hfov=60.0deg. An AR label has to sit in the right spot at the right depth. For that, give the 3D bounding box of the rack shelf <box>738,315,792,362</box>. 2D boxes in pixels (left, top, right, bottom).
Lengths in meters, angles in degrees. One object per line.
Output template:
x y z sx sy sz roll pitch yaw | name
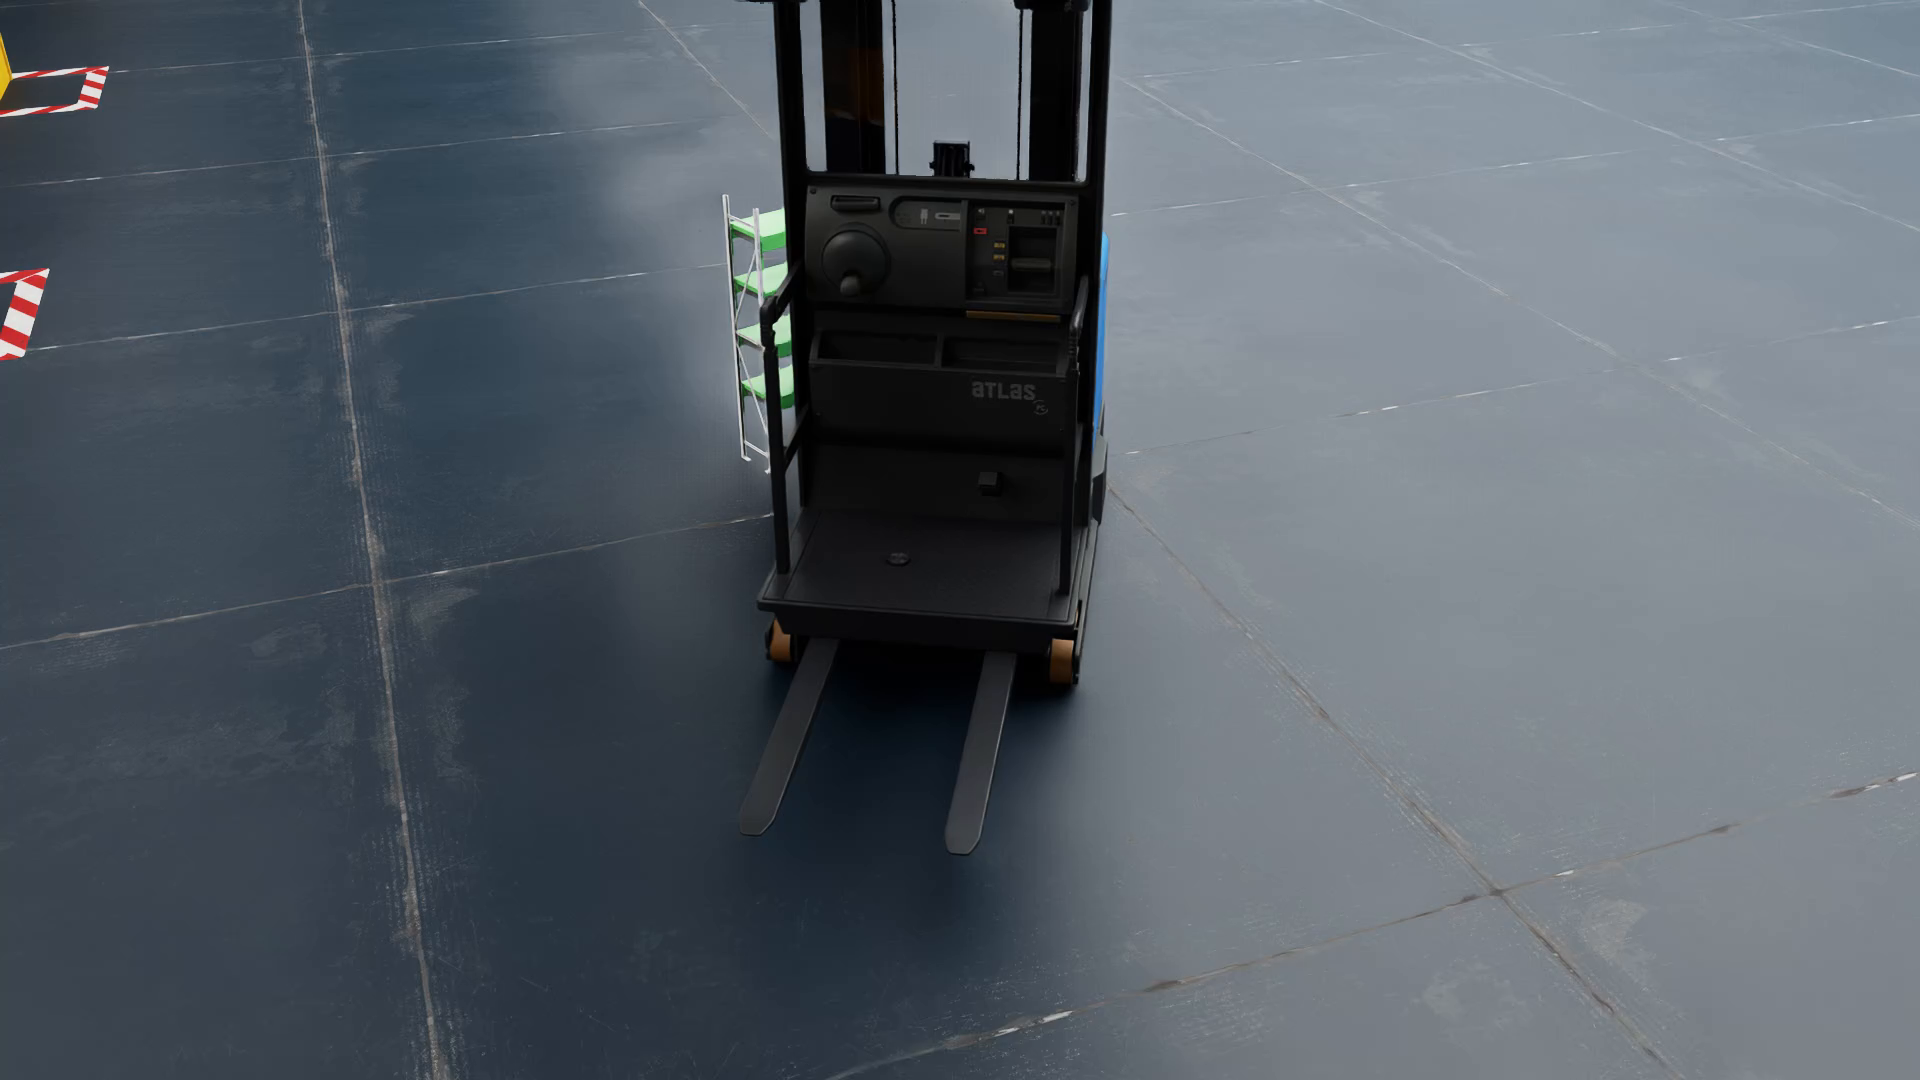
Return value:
-0.702 -0.868 7.191 0.480 0.148 0.258 -23 37 -34 | rack shelf

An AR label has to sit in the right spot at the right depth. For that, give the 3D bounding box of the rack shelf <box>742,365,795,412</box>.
-0.702 -0.660 7.310 0.480 0.148 0.258 -23 37 -34 | rack shelf

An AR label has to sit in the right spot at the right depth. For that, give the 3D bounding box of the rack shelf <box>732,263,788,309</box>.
-0.702 -1.077 7.072 0.480 0.148 0.258 -23 37 -34 | rack shelf

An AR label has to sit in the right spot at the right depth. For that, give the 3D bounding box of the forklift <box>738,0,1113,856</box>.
-0.093 -0.949 5.455 1.130 2.935 3.031 4 30 7 | forklift

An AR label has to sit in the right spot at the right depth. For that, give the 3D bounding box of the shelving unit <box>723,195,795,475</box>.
-0.702 -0.924 7.159 0.503 1.200 0.258 -23 37 -34 | shelving unit

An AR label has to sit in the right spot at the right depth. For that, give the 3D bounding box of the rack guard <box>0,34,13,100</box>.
-7.477 -3.599 12.563 0.348 0.500 1.175 -10 31 -18 | rack guard

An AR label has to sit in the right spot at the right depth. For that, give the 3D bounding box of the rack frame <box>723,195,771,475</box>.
-0.888 -0.846 7.022 0.015 1.200 0.240 -23 37 -34 | rack frame

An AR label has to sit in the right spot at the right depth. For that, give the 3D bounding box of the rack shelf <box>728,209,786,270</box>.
-0.702 -1.285 6.953 0.480 0.148 0.258 -23 37 -34 | rack shelf
